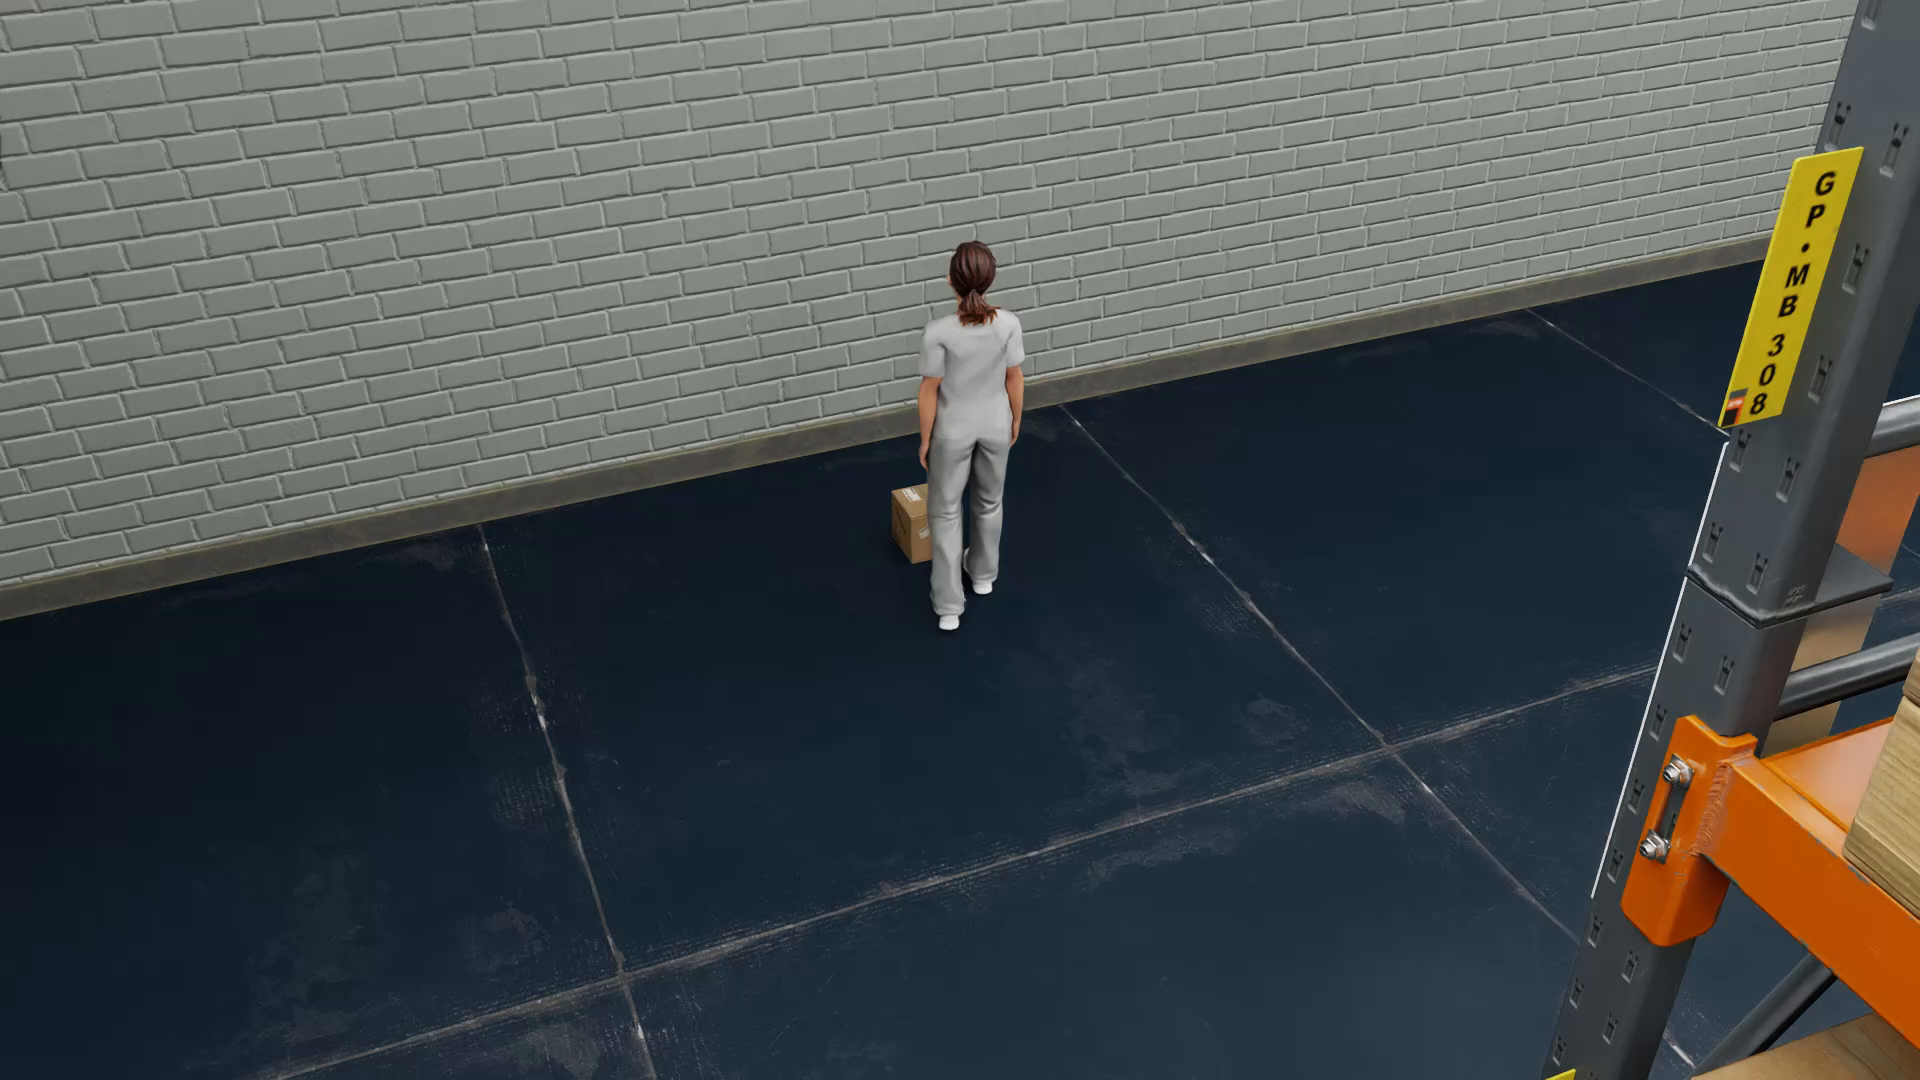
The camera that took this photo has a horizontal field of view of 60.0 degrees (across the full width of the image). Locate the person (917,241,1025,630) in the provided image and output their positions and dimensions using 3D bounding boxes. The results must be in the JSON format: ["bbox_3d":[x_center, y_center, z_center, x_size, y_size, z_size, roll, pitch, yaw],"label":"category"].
[{"bbox_3d":[0.030,-0.451,6.817,0.451,1.677,0.565,-8,34,-12],"label":"person"}]
